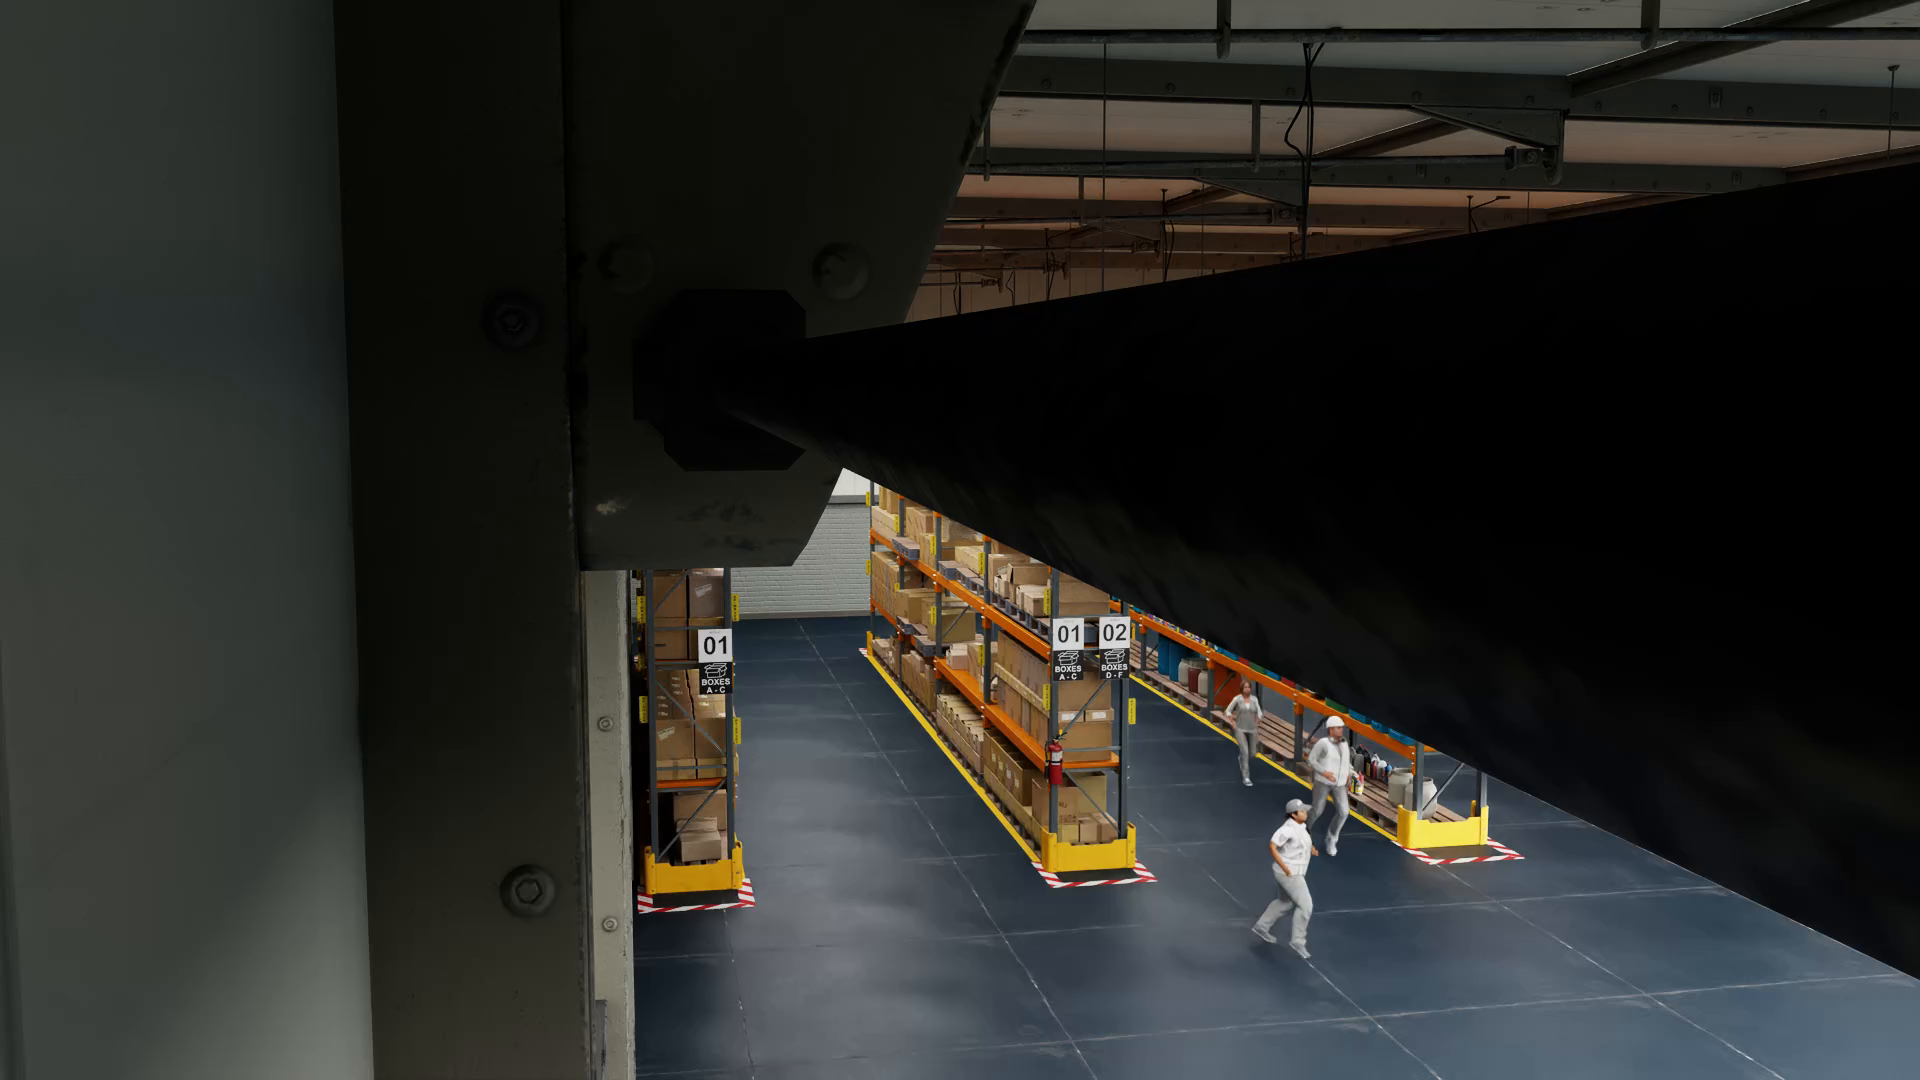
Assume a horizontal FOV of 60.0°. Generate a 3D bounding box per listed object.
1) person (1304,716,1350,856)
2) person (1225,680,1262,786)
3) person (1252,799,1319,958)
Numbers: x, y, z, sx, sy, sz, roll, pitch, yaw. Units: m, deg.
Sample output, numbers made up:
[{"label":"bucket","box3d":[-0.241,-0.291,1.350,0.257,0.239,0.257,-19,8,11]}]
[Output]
[{"label":"person","box3d":[4.869,3.198,21.824,0.724,1.794,0.692,-2,6,-19]},{"label":"person","box3d":[4.330,2.908,25.339,0.547,1.563,0.755,-1,6,-7]},{"label":"person","box3d":[3.524,3.645,18.031,0.704,1.741,0.627,2,6,18]}]
